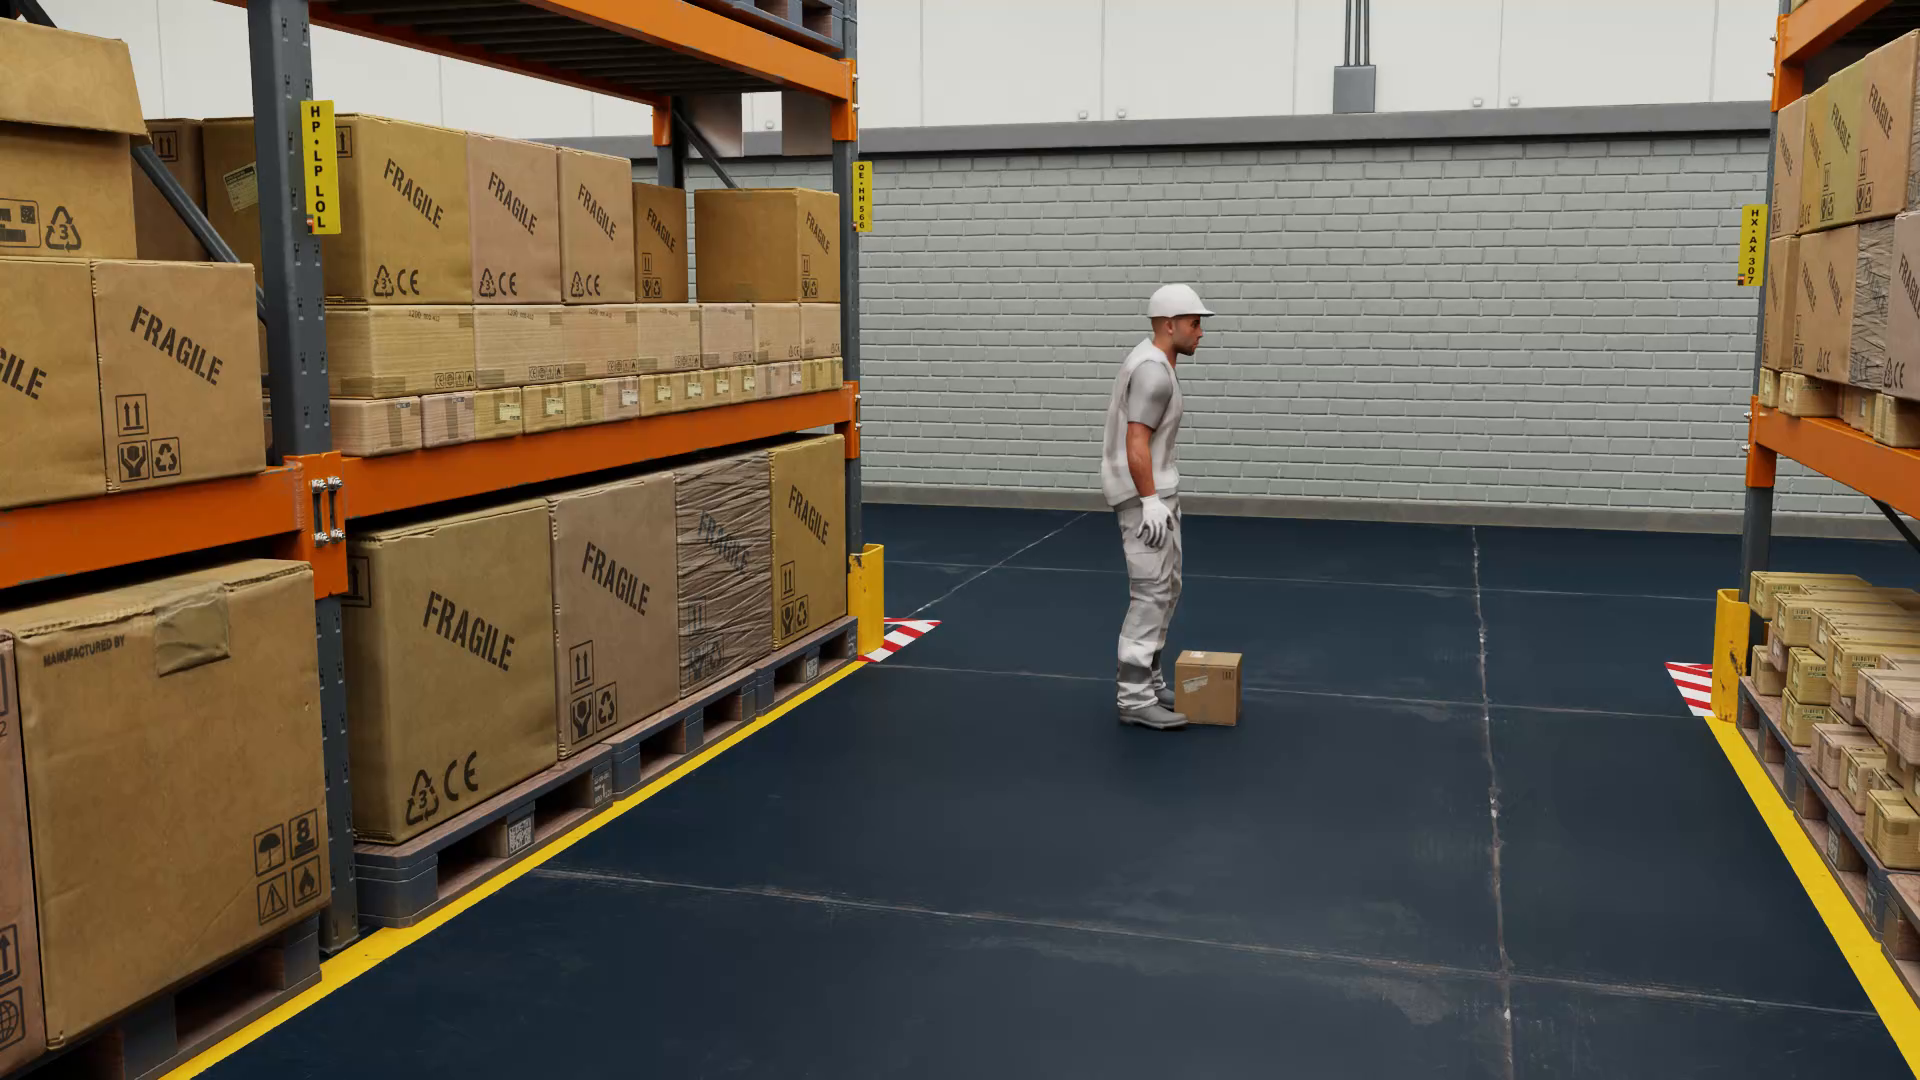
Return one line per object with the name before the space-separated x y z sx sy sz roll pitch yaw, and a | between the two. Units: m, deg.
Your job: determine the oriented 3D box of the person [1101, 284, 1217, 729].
person | 0.809 -0.152 6.837 0.452 1.778 0.613 2 8 13
